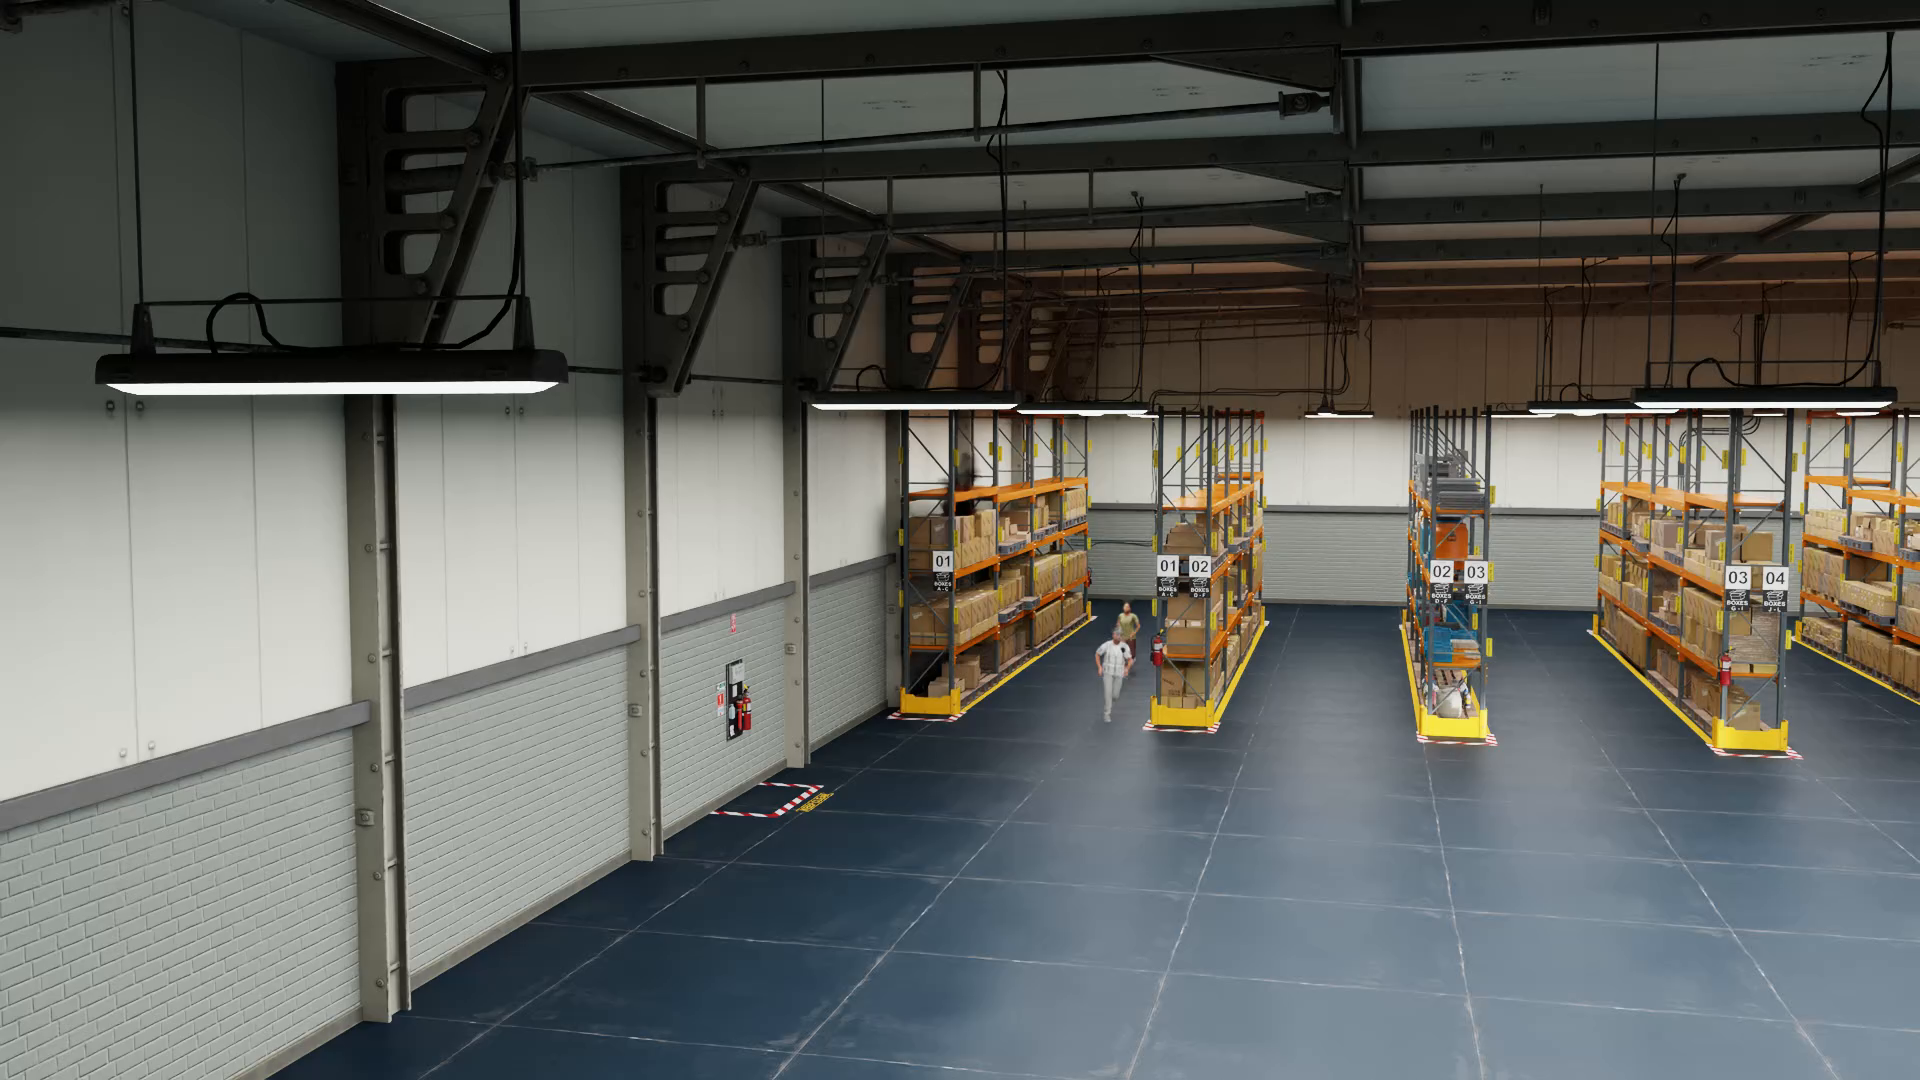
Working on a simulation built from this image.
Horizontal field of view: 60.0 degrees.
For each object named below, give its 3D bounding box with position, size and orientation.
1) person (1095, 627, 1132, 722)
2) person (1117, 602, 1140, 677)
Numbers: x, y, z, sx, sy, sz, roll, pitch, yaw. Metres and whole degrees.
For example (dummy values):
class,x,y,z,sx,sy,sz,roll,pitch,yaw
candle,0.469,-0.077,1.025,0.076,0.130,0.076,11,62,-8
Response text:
class,x,y,z,sx,sy,sz,roll,pitch,yaw
person,2.900,2.510,31.345,0.708,1.751,0.657,0,4,-5
person,3.796,2.235,37.606,0.560,1.638,0.996,1,4,13
